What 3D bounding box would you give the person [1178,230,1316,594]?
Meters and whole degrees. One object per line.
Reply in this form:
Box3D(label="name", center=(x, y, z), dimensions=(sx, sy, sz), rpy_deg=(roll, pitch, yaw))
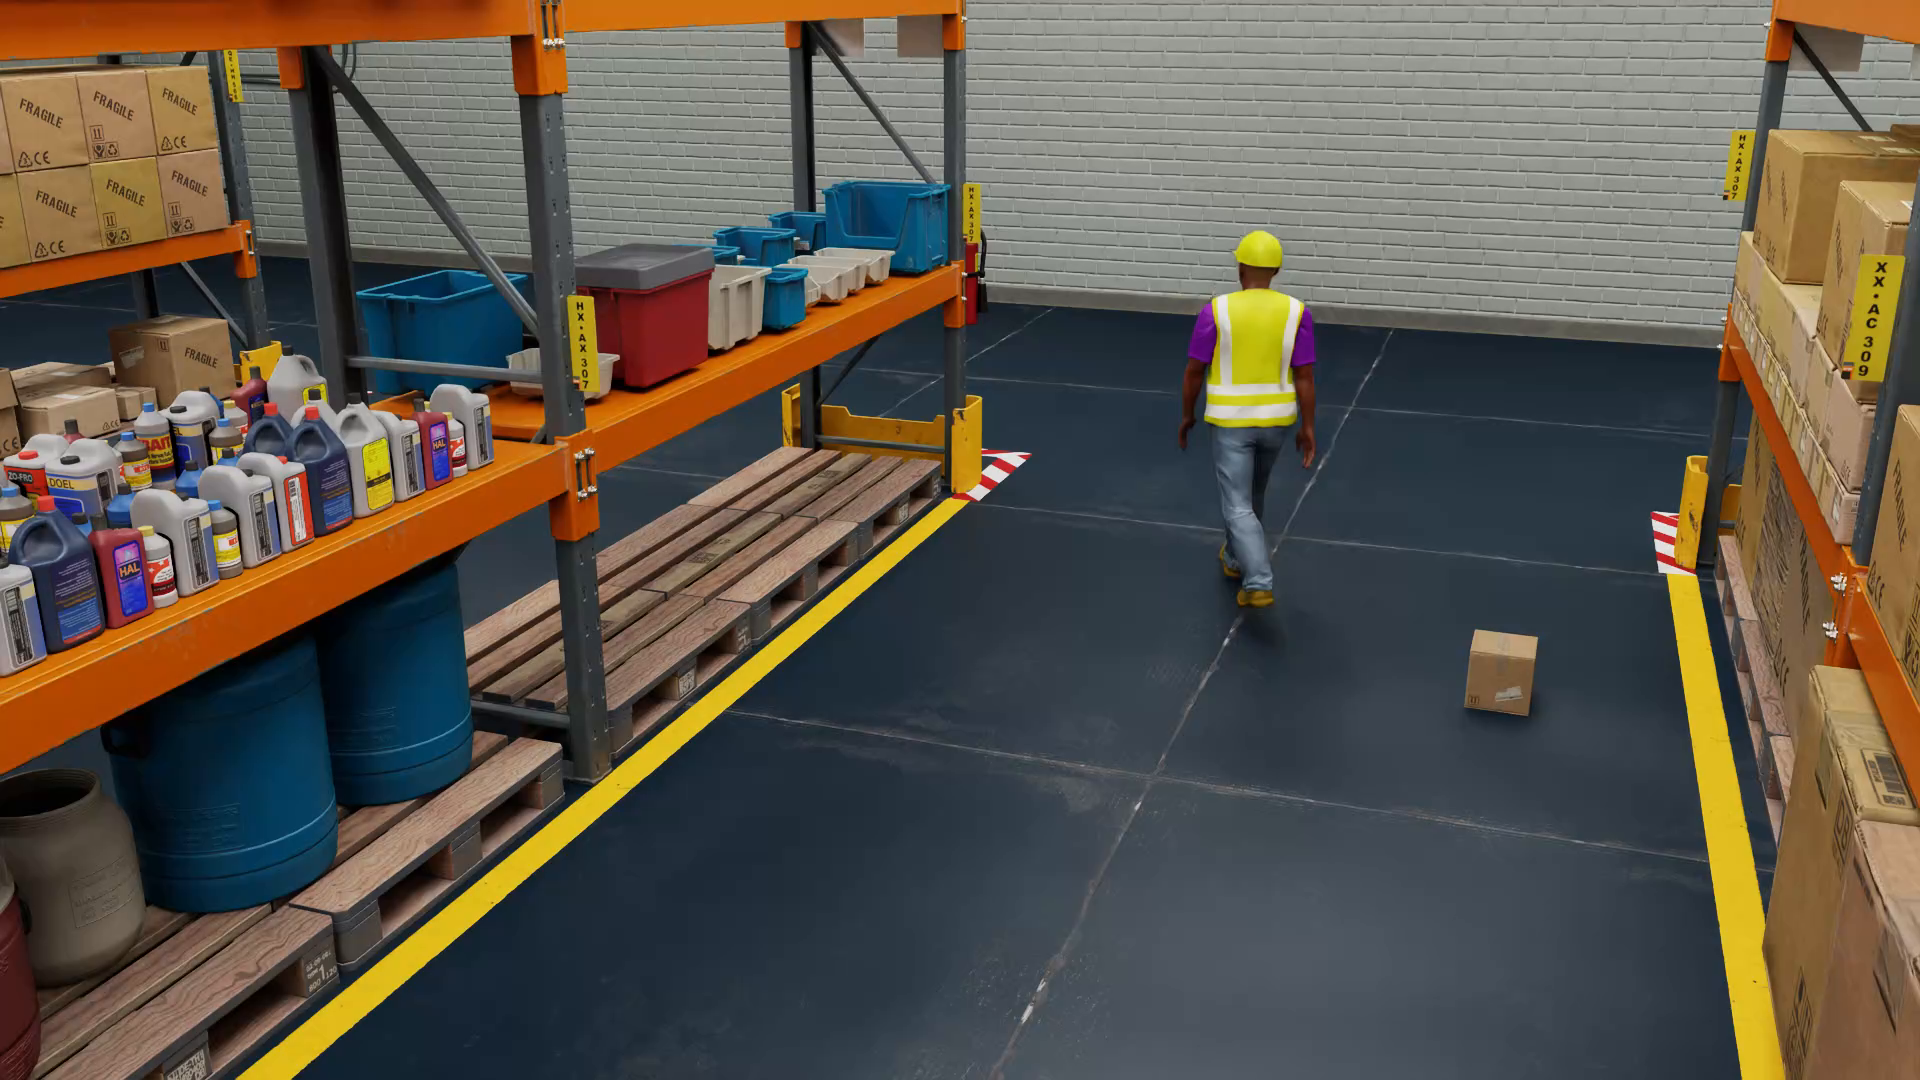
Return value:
Box3D(label="person", center=(1.341, -0.554, 7.607), dimensions=(0.595, 1.665, 0.865), rpy_deg=(-2, 19, -7))
